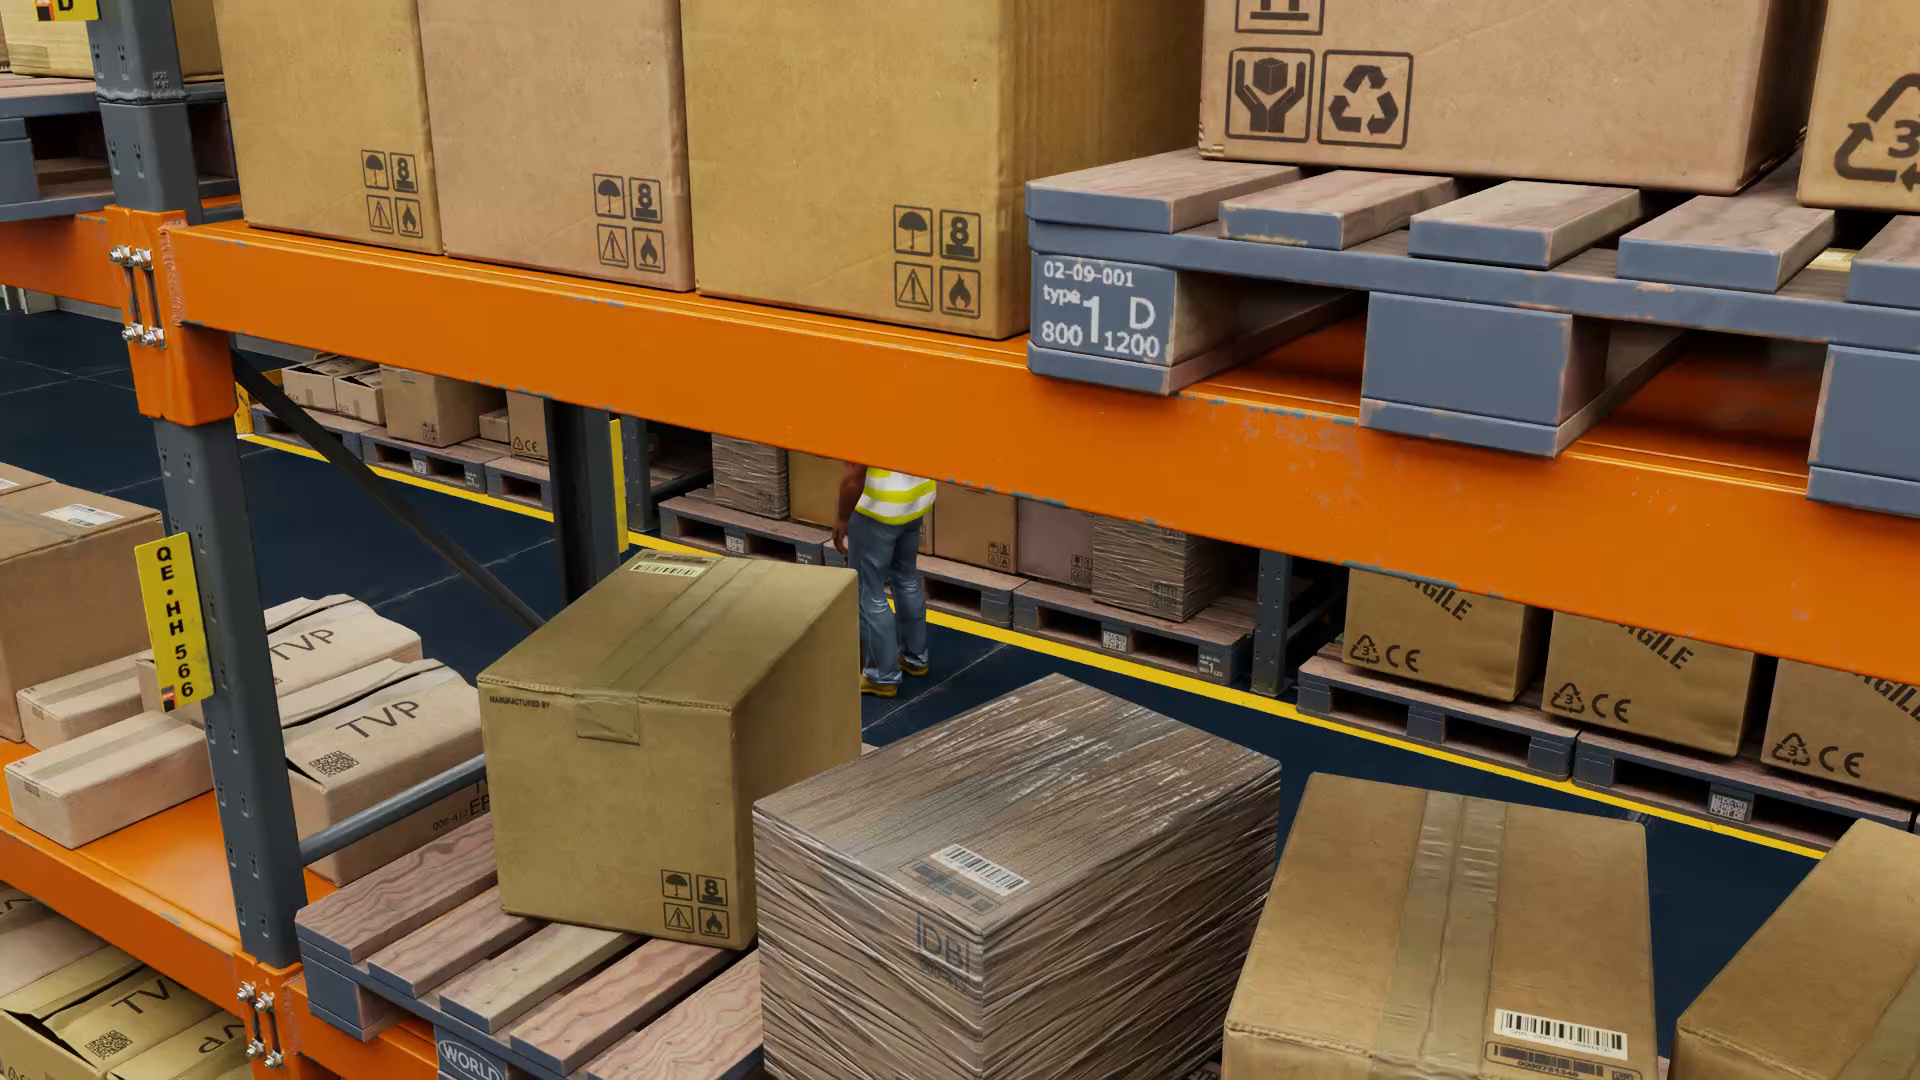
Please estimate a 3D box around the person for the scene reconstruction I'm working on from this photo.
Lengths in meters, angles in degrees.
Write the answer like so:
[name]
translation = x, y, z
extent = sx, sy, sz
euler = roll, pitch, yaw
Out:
[person]
translation = -0.353, -0.163, 7.498
extent = 0.457, 1.761, 0.626
euler = 13, 23, 32
